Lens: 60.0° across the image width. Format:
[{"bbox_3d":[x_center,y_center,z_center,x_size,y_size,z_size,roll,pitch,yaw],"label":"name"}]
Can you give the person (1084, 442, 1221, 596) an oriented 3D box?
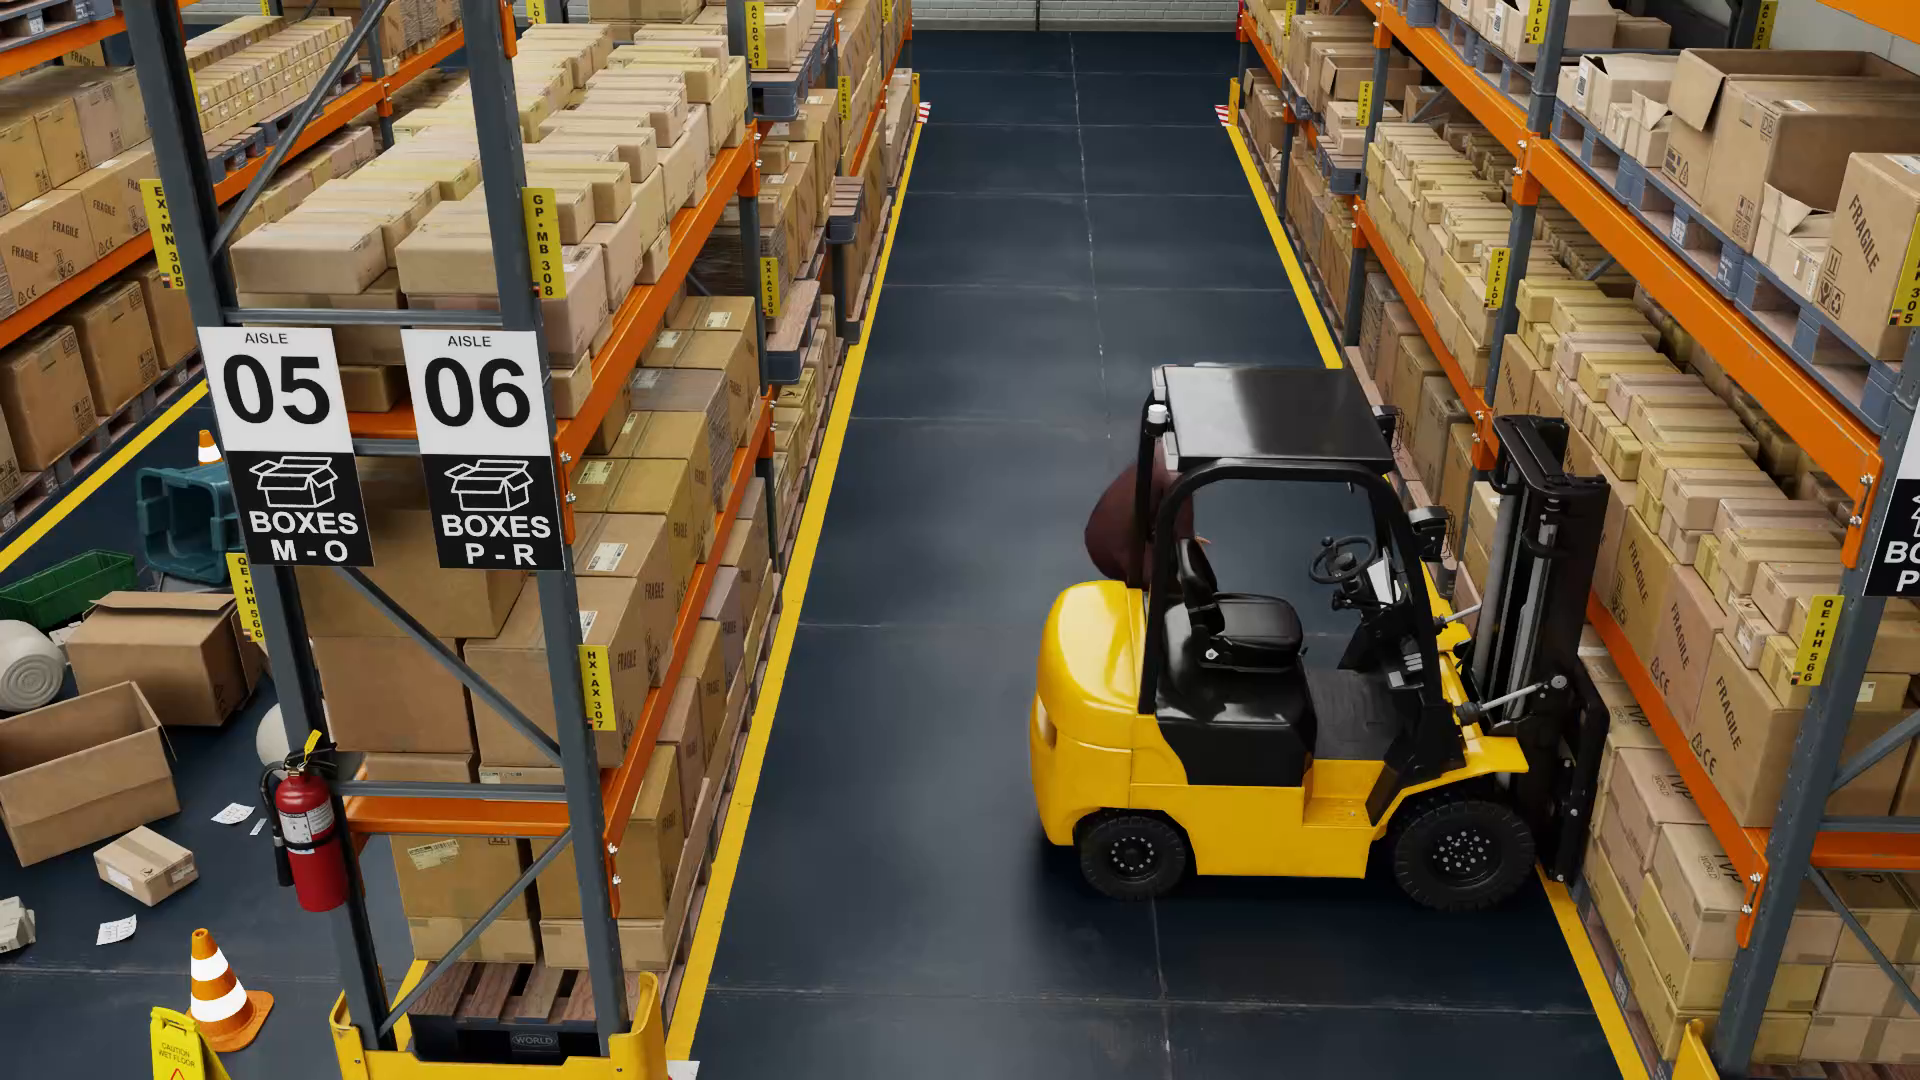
[{"bbox_3d":[1.048,0.020,9.064,0.752,1.349,0.633,1,28,2],"label":"person"}]
